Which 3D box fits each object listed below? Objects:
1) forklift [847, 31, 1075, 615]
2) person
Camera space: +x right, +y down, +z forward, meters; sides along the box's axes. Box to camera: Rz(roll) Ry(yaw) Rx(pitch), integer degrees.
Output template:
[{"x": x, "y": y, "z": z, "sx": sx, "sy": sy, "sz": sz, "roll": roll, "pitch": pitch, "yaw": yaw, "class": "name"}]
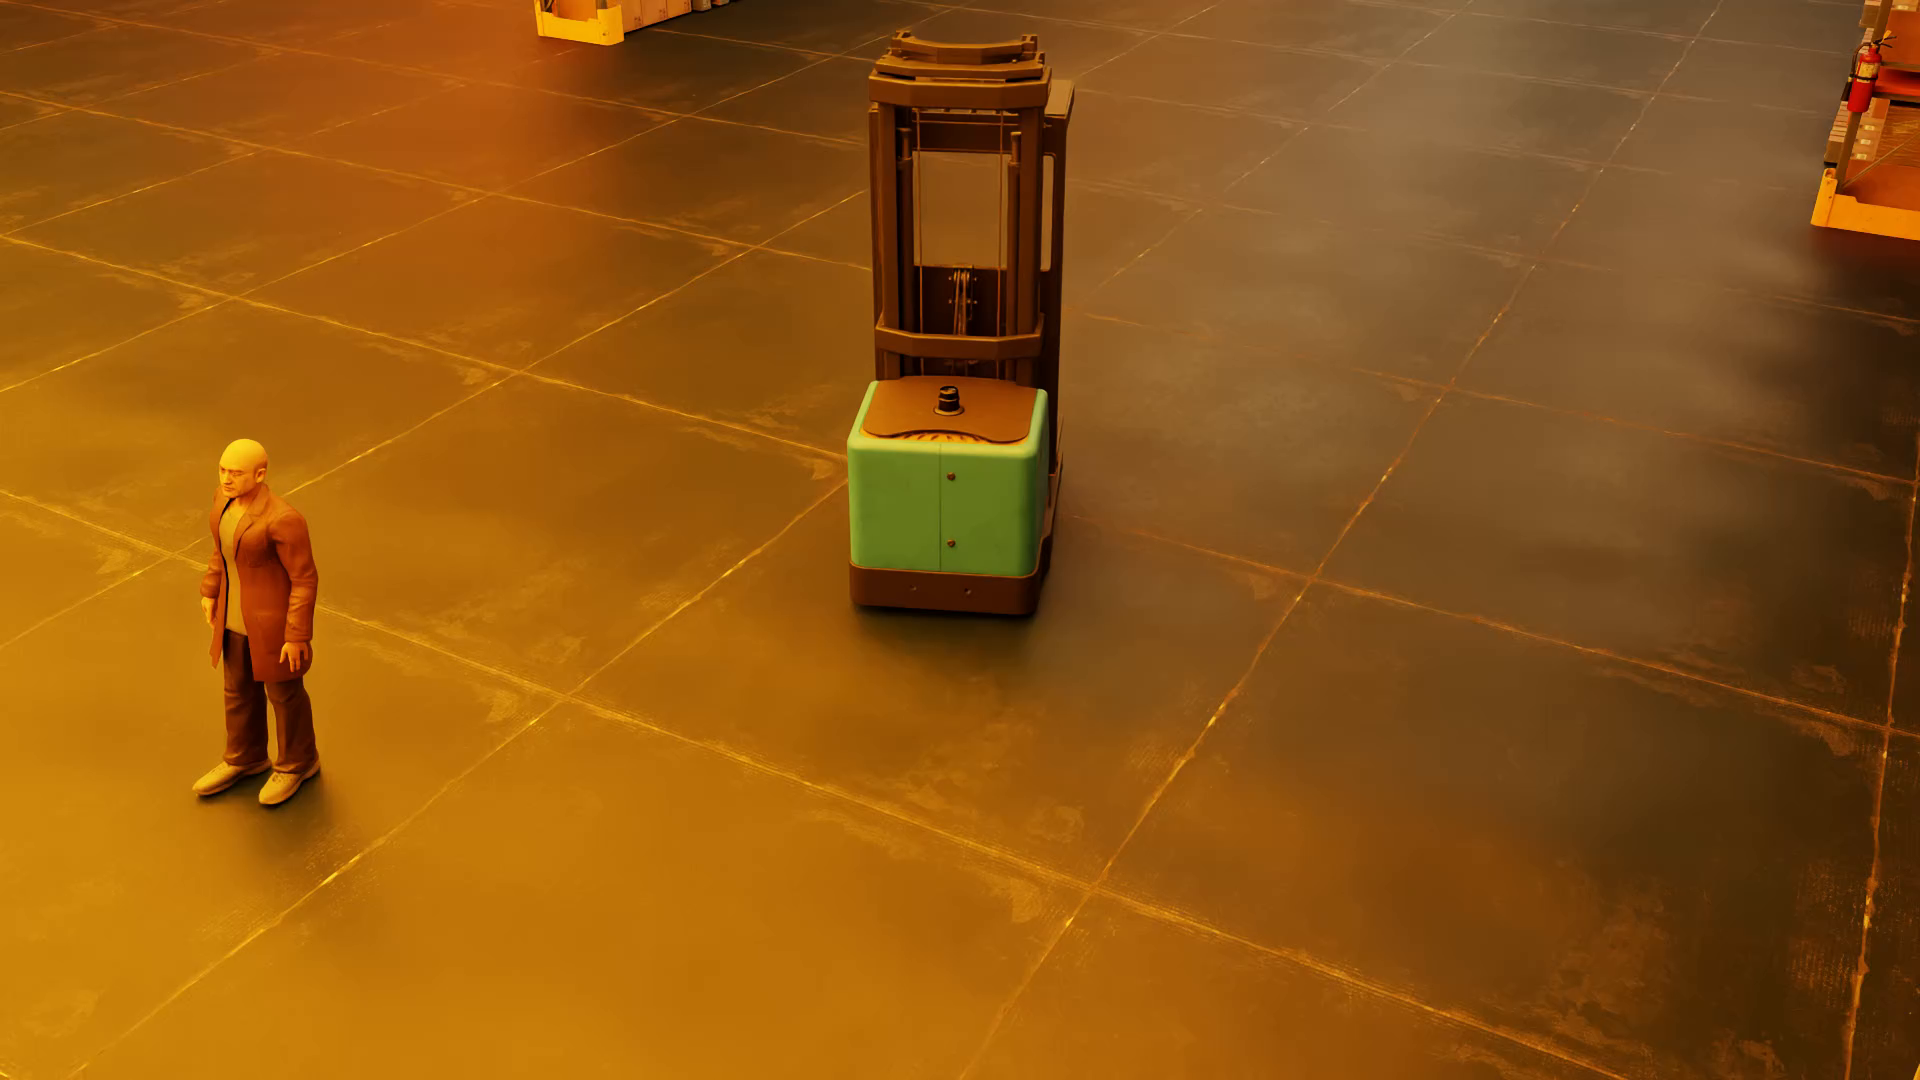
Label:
[{"x": 0.072, "y": -1.572, "z": 9.794, "sx": 1.130, "sy": 2.935, "sz": 3.031, "roll": 3, "pitch": 30, "yaw": 6, "class": "forklift"}, {"x": -3.229, "y": 0.401, "z": 7.514, "sx": 0.694, "sy": 1.775, "sz": 0.582, "roll": 17, "pitch": 34, "yaw": 27, "class": "person"}]
